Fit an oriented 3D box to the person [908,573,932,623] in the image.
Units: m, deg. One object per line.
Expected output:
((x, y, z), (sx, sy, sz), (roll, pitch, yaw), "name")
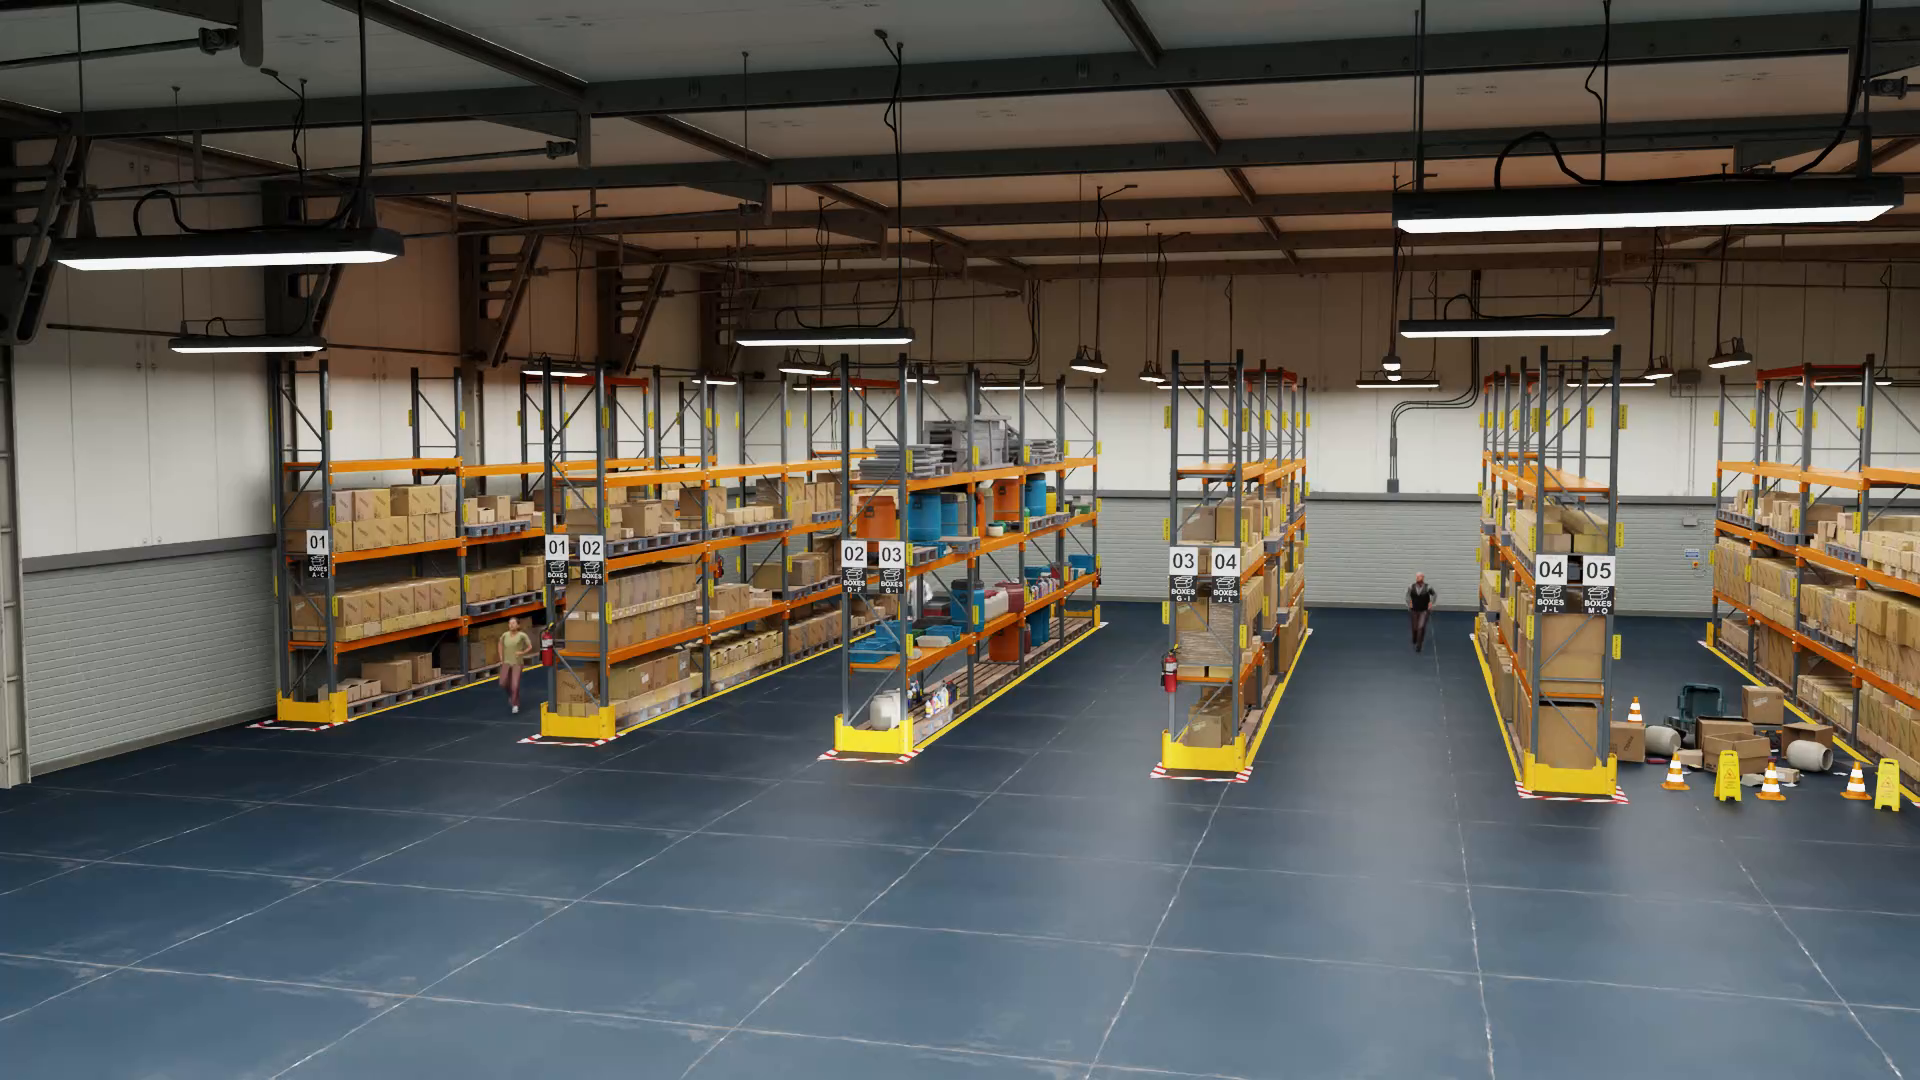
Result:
((-0.947, 1.486, 37.365), (0.649, 1.663, 0.713), (0, 4, 5), "person")

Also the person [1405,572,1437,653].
((10.042, 1.559, 36.239), (0.670, 1.721, 0.830), (2, 5, 25), "person")

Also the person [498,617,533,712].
((-7.655, 2.135, 28.499), (0.637, 1.626, 0.520), (0, 4, 6), "person")
